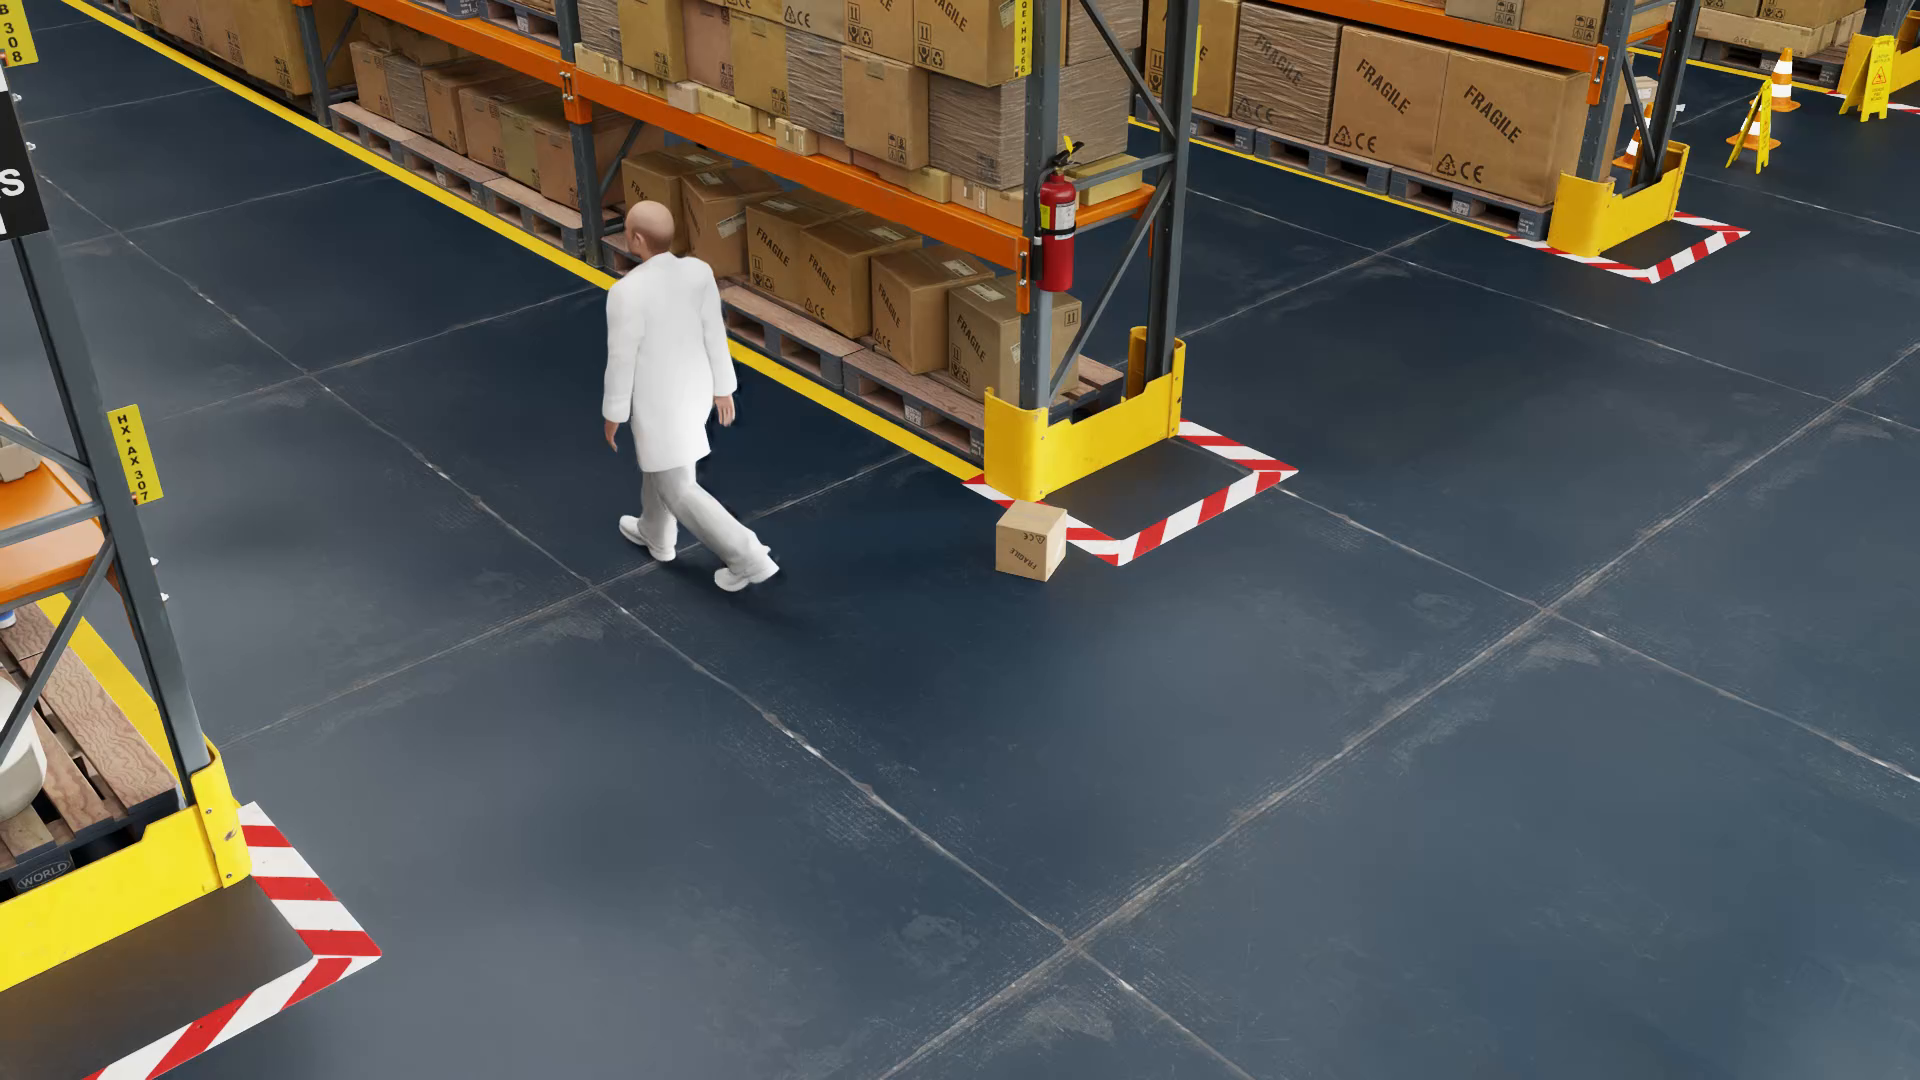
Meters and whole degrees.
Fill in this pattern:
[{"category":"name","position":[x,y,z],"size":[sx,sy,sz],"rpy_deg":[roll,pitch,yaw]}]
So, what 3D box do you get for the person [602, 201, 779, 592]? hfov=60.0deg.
[{"category":"person","position":[-1.211,-0.582,7.102],"size":[1.064,1.740,0.602],"rpy_deg":[19,36,28]}]
